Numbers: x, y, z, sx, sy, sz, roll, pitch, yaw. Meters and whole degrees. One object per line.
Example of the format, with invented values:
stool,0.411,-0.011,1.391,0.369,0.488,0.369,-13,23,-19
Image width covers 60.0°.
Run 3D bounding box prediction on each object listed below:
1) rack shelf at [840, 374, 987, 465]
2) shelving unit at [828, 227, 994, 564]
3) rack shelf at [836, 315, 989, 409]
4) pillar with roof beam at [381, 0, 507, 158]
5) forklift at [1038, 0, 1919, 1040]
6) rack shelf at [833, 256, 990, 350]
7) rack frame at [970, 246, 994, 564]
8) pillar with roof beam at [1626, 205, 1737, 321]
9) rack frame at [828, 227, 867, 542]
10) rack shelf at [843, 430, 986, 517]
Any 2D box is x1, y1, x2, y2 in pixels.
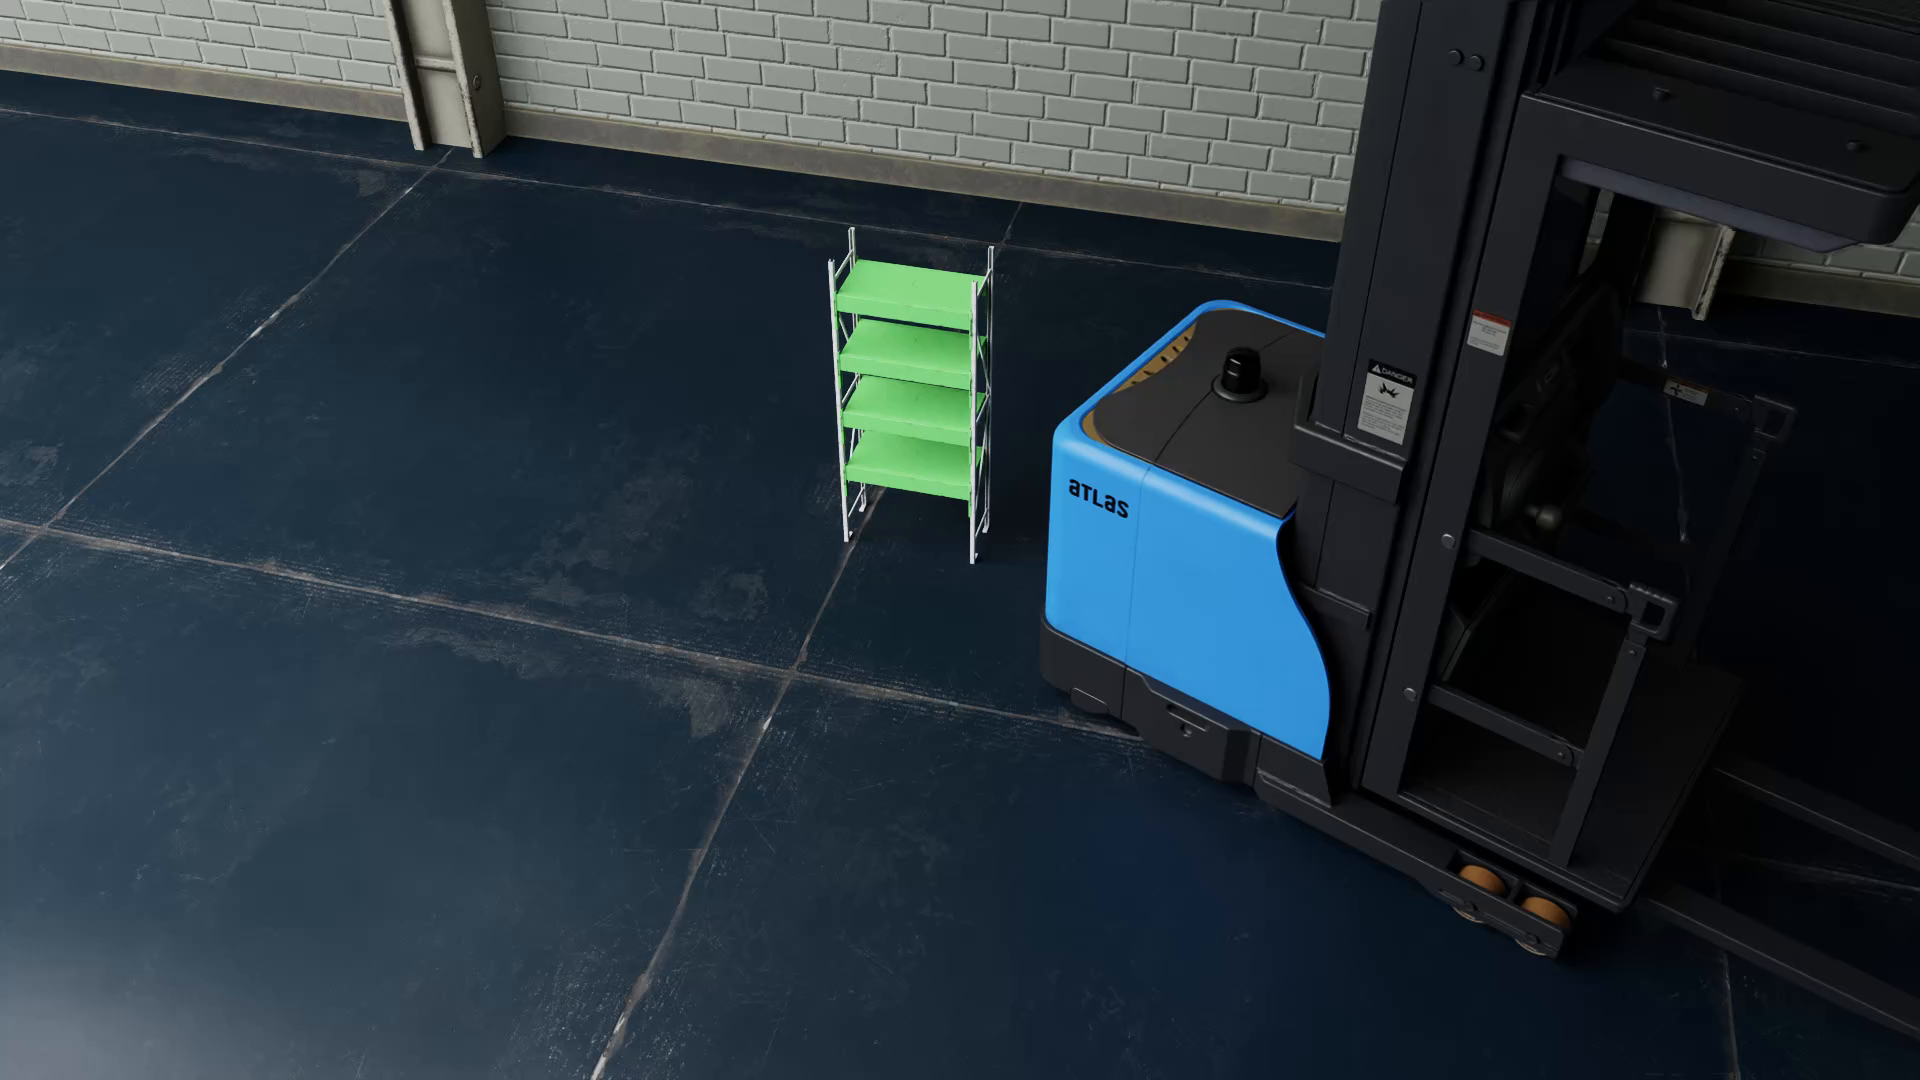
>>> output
rack shelf,-0.160,-0.438,5.938,0.480,0.148,0.258,10,41,11
shelving unit,-0.160,-0.487,5.897,0.503,1.200,0.258,10,41,11
rack shelf,-0.160,-0.622,5.784,0.480,0.148,0.258,10,41,11
pillar with roof beam,-3.732,-2.875,2.676,0.400,9.000,9.100,10,41,11
forklift,1.750,-0.313,4.343,3.031,2.935,1.130,26,46,27
rack shelf,-0.160,-0.806,5.629,0.480,0.148,0.258,10,41,11
rack frame,0.076,-0.446,5.849,0.015,1.200,0.240,10,41,11
pillar with roof beam,2.064,-1.877,1.488,0.400,9.000,9.100,10,41,11
rack frame,-0.396,-0.528,5.945,0.015,1.200,0.240,10,41,11
rack shelf,-0.160,-0.254,6.092,0.480,0.148,0.258,10,41,11
